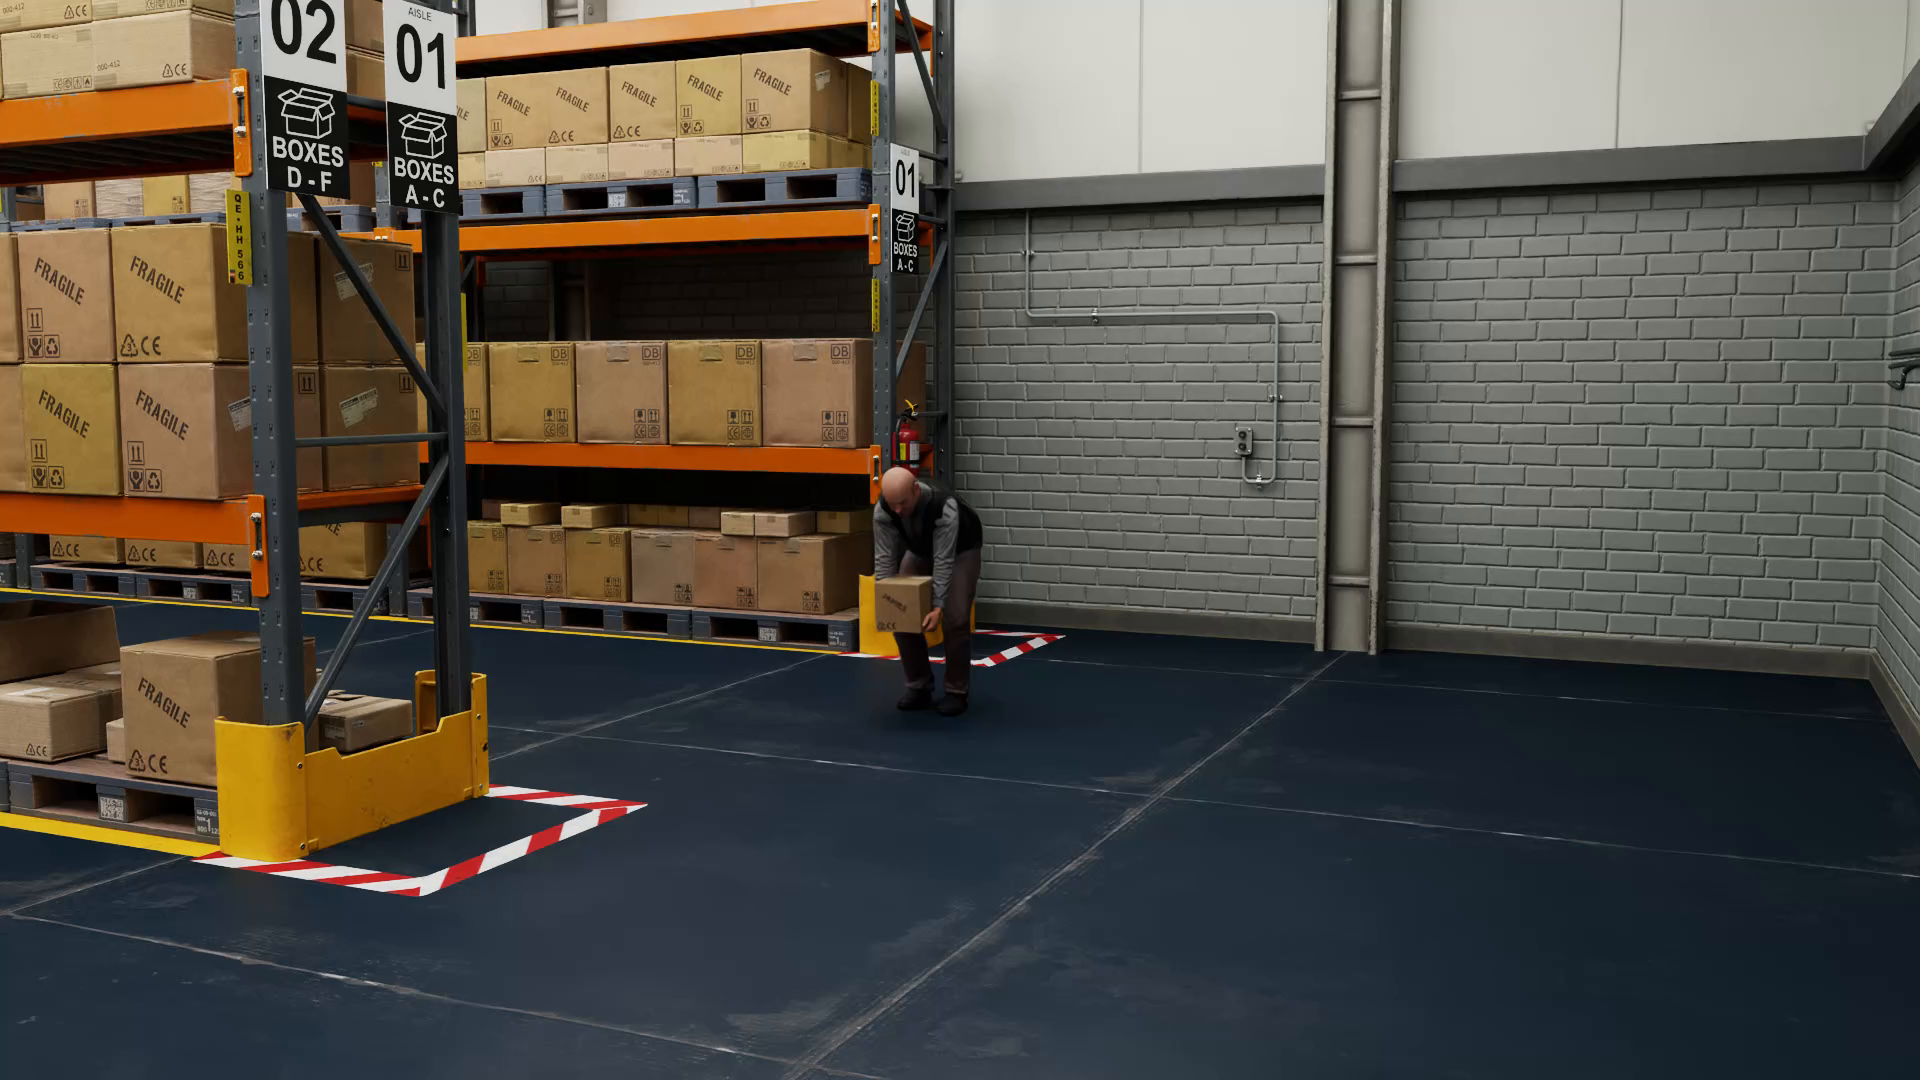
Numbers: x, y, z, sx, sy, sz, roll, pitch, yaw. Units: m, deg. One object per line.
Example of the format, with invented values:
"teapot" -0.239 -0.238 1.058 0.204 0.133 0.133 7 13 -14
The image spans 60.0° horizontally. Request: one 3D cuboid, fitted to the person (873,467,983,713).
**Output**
"person" -0.183 0.259 8.624 0.474 1.308 0.894 2 6 22
